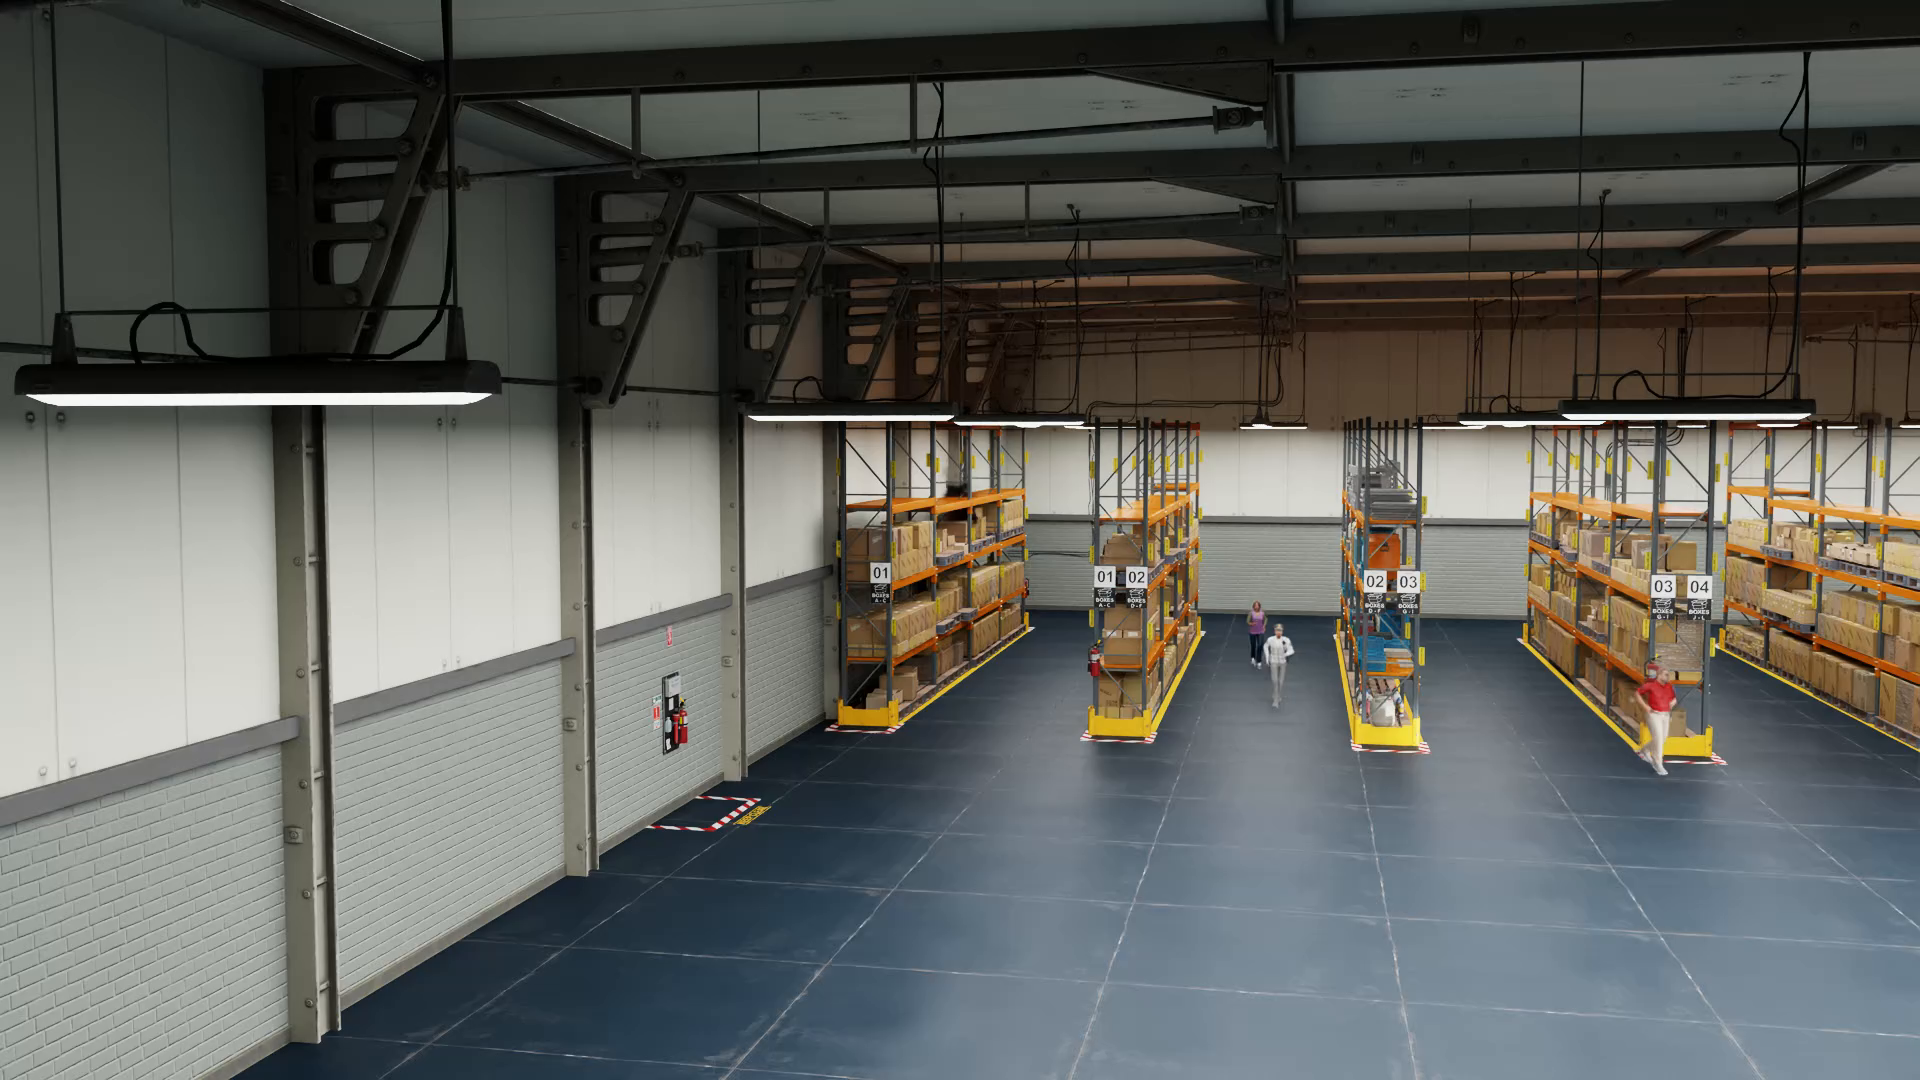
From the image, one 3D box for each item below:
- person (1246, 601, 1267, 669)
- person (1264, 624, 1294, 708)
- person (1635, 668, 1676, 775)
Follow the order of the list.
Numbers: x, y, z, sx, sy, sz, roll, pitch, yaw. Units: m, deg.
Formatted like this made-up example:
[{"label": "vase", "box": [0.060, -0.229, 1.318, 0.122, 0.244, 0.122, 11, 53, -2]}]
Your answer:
[{"label": "person", "box": [7.199, 2.278, 40.351, 0.539, 1.595, 0.833, 0, 4, 3]}, {"label": "person", "box": [6.697, 2.614, 34.902, 0.605, 1.725, 0.794, 0, 4, 5]}, {"label": "person", "box": [11.894, 3.083, 28.270, 0.677, 1.646, 0.981, -1, 4, -20]}]
